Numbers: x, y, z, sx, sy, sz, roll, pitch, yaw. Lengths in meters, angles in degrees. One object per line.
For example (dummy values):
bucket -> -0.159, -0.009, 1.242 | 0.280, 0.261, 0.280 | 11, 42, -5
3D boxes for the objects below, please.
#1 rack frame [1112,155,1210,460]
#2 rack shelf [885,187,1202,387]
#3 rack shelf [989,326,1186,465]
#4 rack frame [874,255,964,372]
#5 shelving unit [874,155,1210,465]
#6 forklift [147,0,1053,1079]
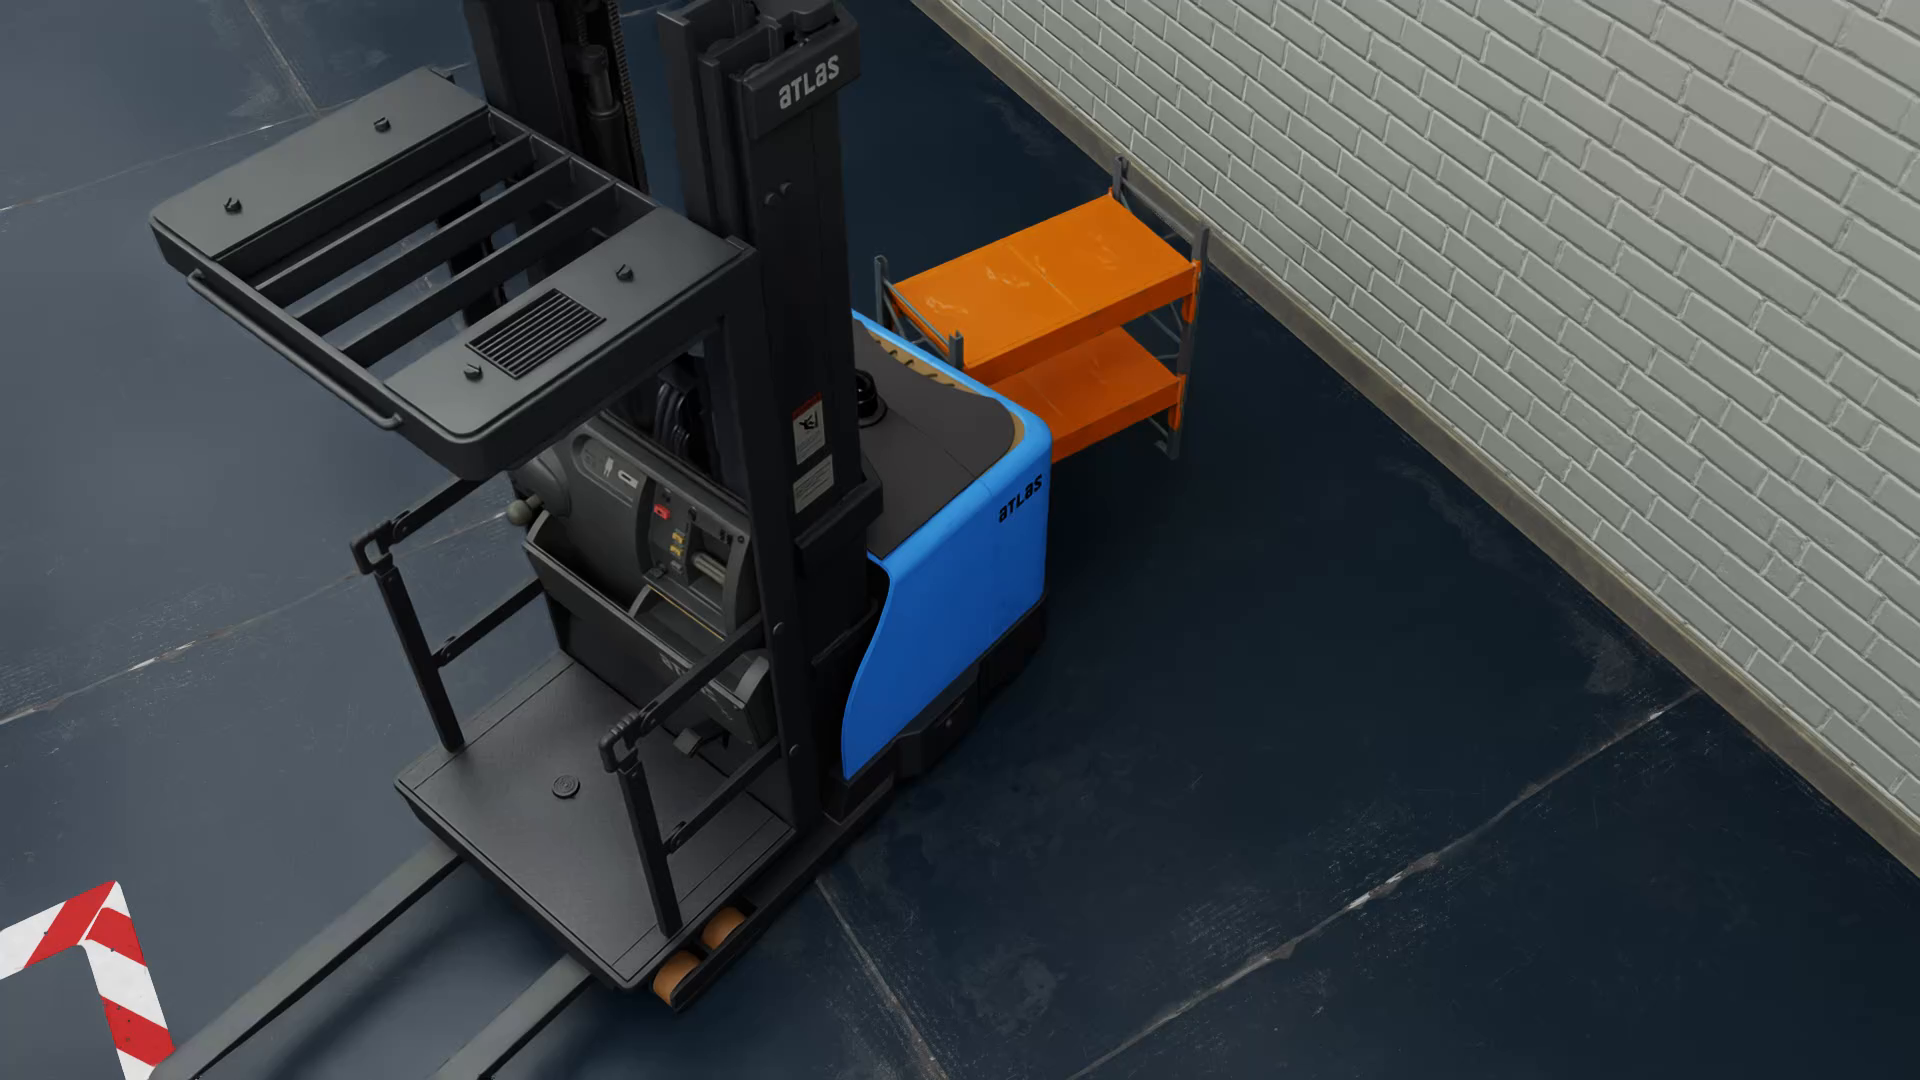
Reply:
rack frame -> 0.707, -0.848, 6.252 | 0.032, 1.125, 0.500 | -27, 53, -22
rack shelf -> 0.284, -0.832, 5.846 | 1.000, 0.278, 0.538 | -27, 53, -22
rack shelf -> 0.284, -0.475, 6.247 | 1.000, 0.278, 0.538 | -27, 53, -22
rack frame -> -0.138, -0.427, 5.877 | 0.032, 1.125, 0.500 | -27, 53, -22
shelving unit -> 0.284, -0.637, 6.064 | 1.048, 1.125, 0.538 | -27, 53, -22
forklift -> -1.033, -0.008, 4.295 | 1.130, 2.935, 3.031 | 32, 56, 25
